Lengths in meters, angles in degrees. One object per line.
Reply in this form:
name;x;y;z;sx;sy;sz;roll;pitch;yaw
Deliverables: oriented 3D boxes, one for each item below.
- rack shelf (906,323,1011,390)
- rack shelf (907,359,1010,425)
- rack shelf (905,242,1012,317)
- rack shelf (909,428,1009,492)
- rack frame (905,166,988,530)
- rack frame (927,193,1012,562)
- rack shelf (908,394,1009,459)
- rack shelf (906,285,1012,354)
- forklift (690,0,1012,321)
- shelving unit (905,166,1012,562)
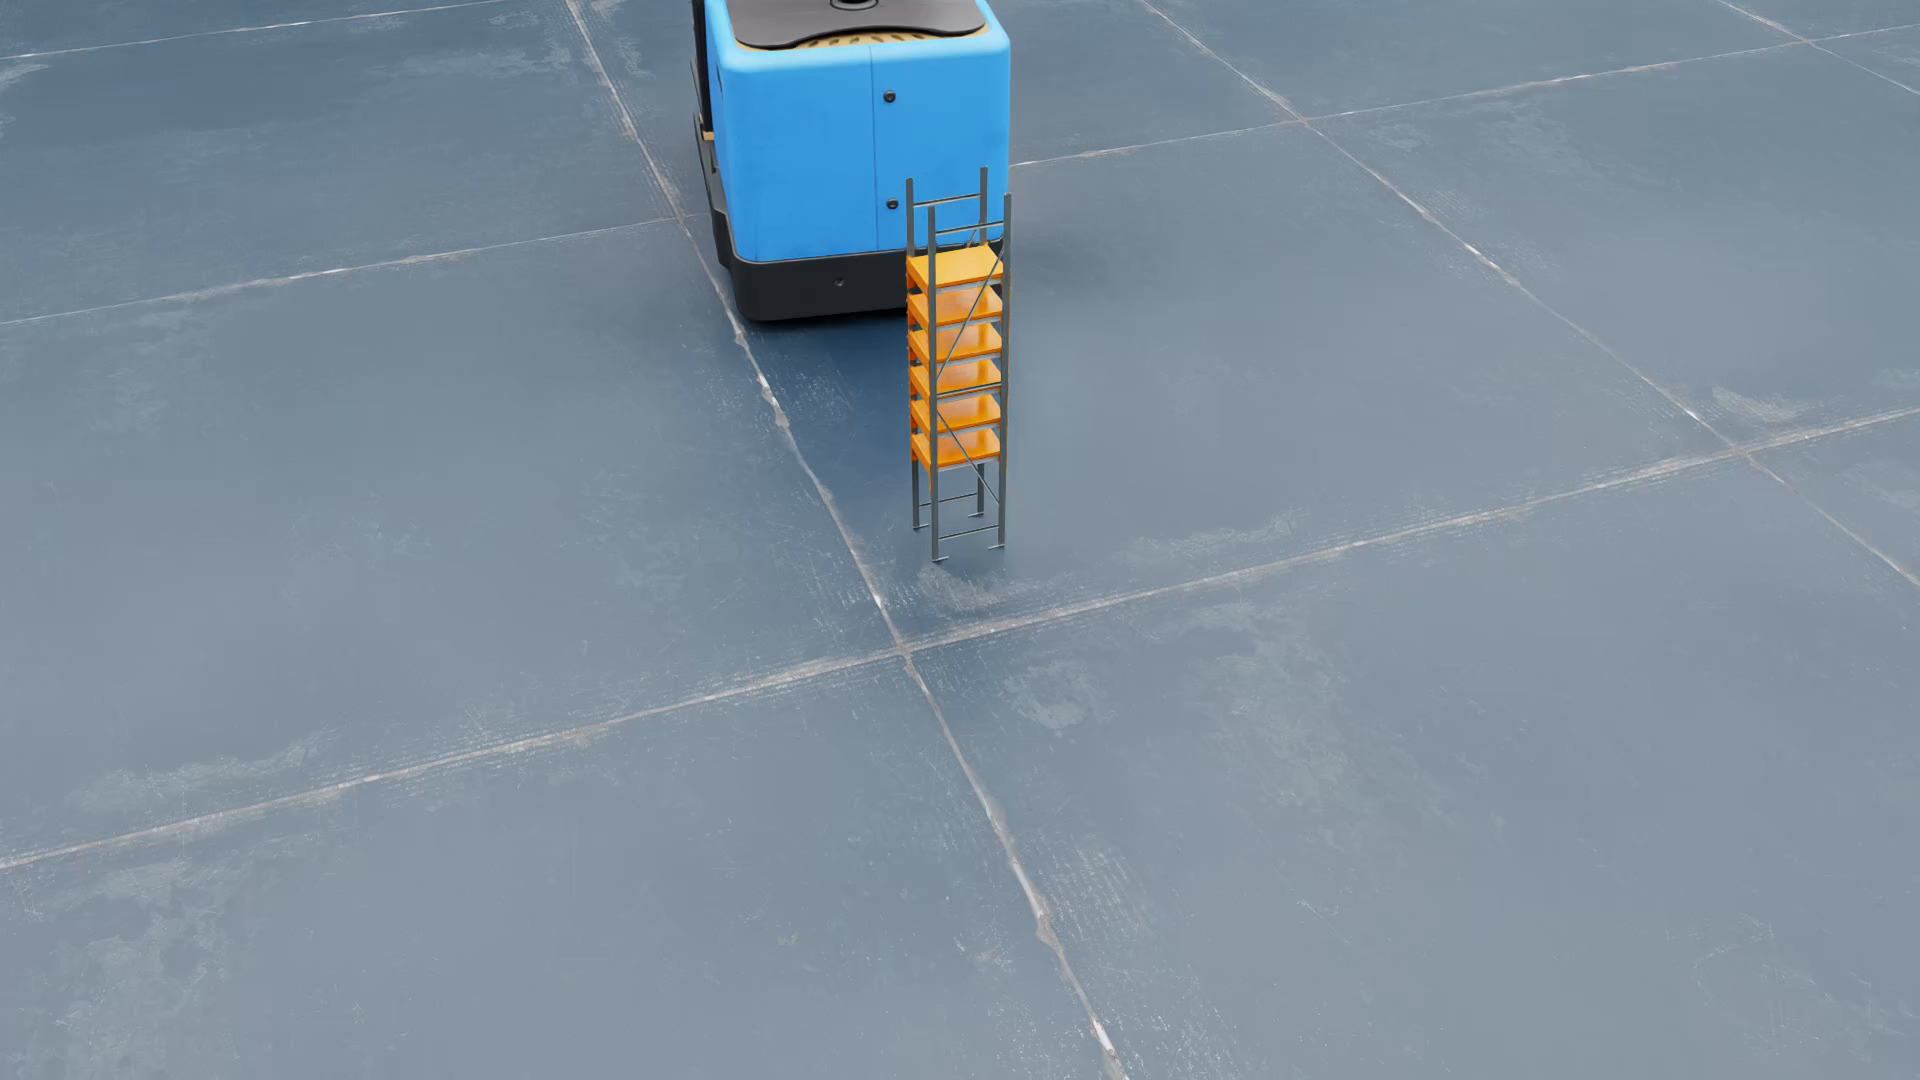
rack shelf;-0.005;-0.548;4.854;0.258;0.103;0.180;-12;39;-16
rack shelf;-0.005;-0.452;4.927;0.258;0.103;0.180;-12;39;-16
rack shelf;-0.005;-0.739;4.710;0.258;0.103;0.180;-12;39;-16
rack shelf;-0.005;-0.260;5.071;0.258;0.103;0.180;-12;39;-16
rack frame;-0.036;-0.539;4.968;0.240;1.200;0.006;-12;39;-16
rack frame;0.026;-0.436;4.831;0.240;1.200;0.006;-12;39;-16
rack shelf;-0.005;-0.356;4.999;0.258;0.103;0.180;-12;39;-16
rack shelf;-0.005;-0.644;4.782;0.258;0.103;0.180;-12;39;-16
forklift;-0.605;-2.875;6.631;1.130;2.935;3.031;-7;38;-9
shelving unit;-0.005;-0.487;4.900;0.258;1.200;0.189;-12;39;-16
